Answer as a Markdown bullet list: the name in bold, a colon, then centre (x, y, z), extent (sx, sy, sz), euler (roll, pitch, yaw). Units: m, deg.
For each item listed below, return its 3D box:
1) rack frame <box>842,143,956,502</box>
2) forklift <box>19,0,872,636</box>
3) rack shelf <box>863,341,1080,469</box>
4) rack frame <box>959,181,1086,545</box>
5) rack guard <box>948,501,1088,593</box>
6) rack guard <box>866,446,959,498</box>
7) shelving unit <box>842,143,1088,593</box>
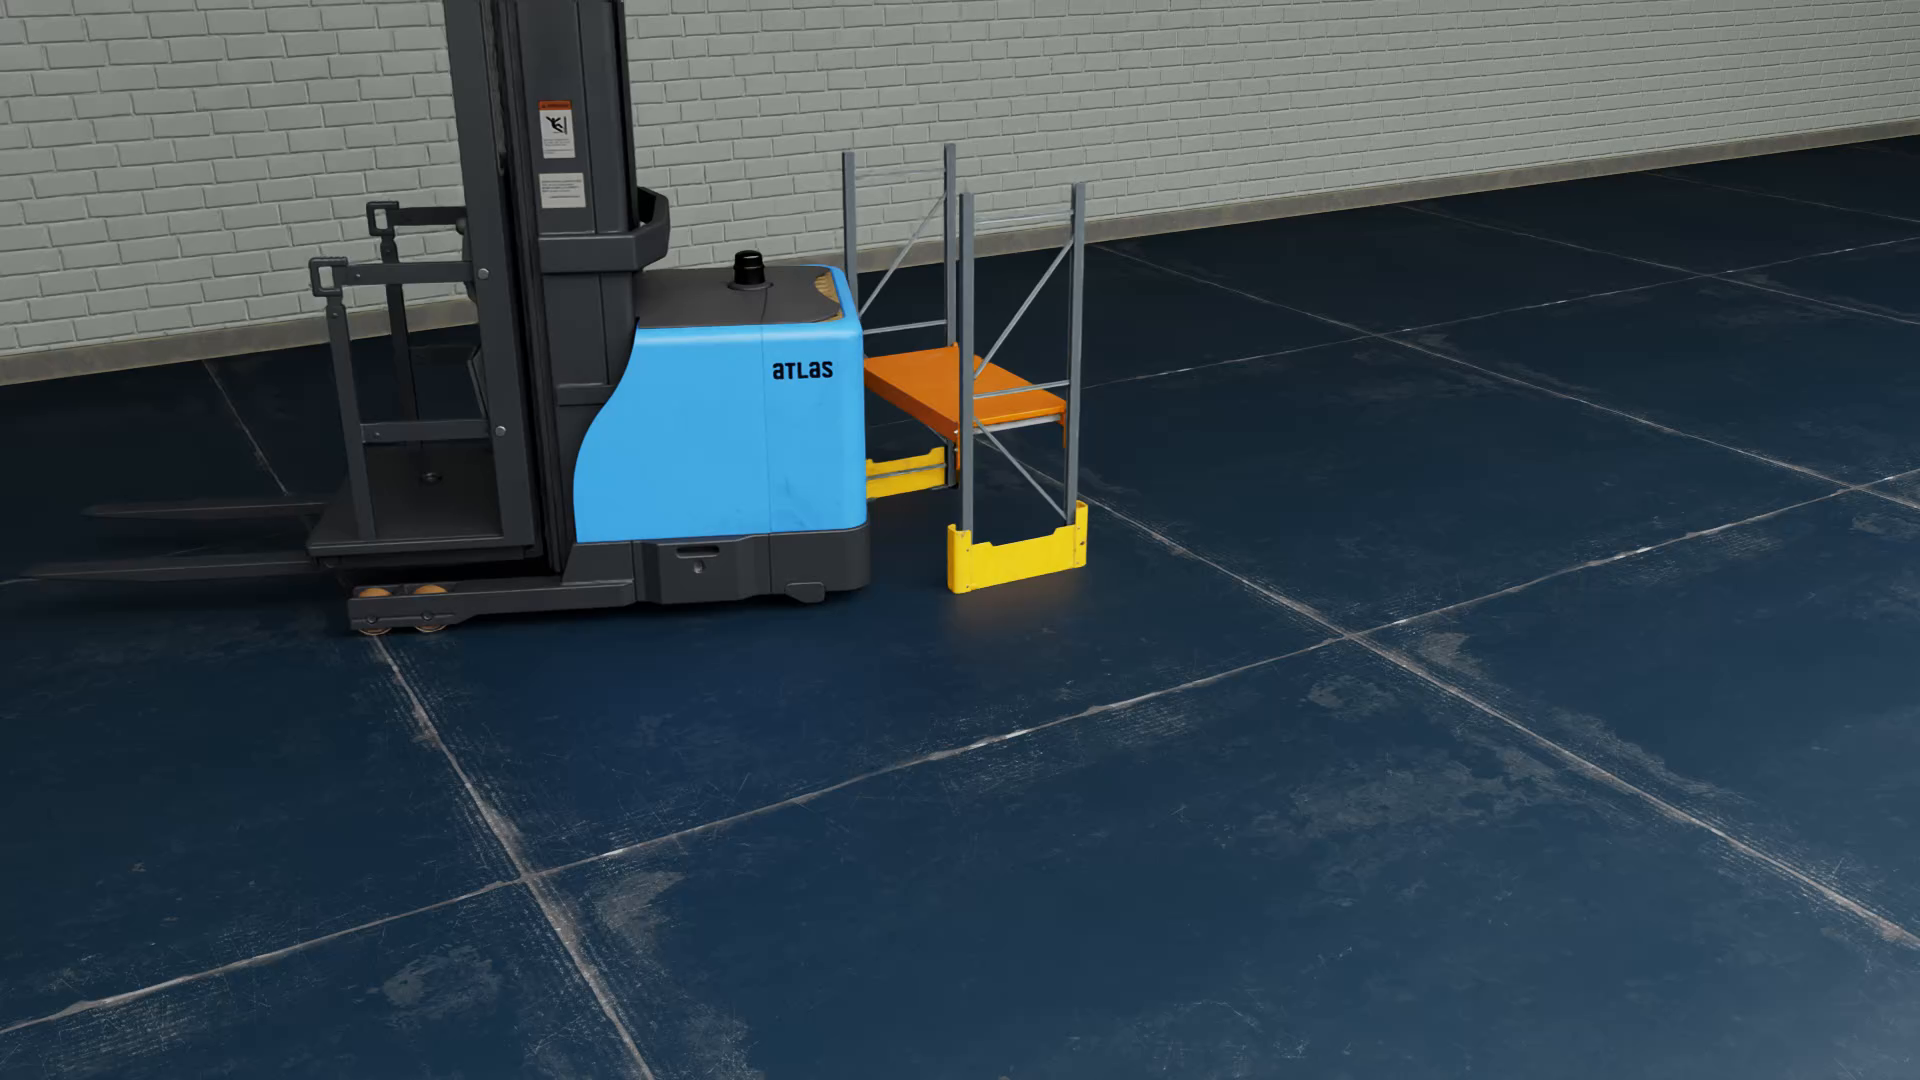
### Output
- **rack frame**: centre (-0.245, -0.895, 7.021), extent (0.500, 1.500, 0.032), euler (-11, 25, -25)
- **forklift**: centre (-1.891, -1.227, 5.938), extent (3.031, 2.935, 1.130), euler (-3, 22, -7)
- **rack shelf**: centre (-0.009, -0.559, 6.672), extent (0.538, 0.185, 1.000), euler (-11, 25, -25)
- **rack frame**: centre (0.226, -0.556, 6.186), extent (0.500, 1.500, 0.032), euler (-11, 25, -25)
- **rack guard**: centre (0.225, 0.023, 6.423), extent (0.587, 0.250, 0.087), euler (-11, 25, -25)
- **rack guard**: centre (-0.236, -0.310, 7.241), extent (0.587, 0.250, 0.087), euler (-11, 25, -25)
- **shelving unit**: centre (-0.005, -0.722, 6.596), extent (0.587, 1.500, 1.083), euler (-11, 25, -25)
